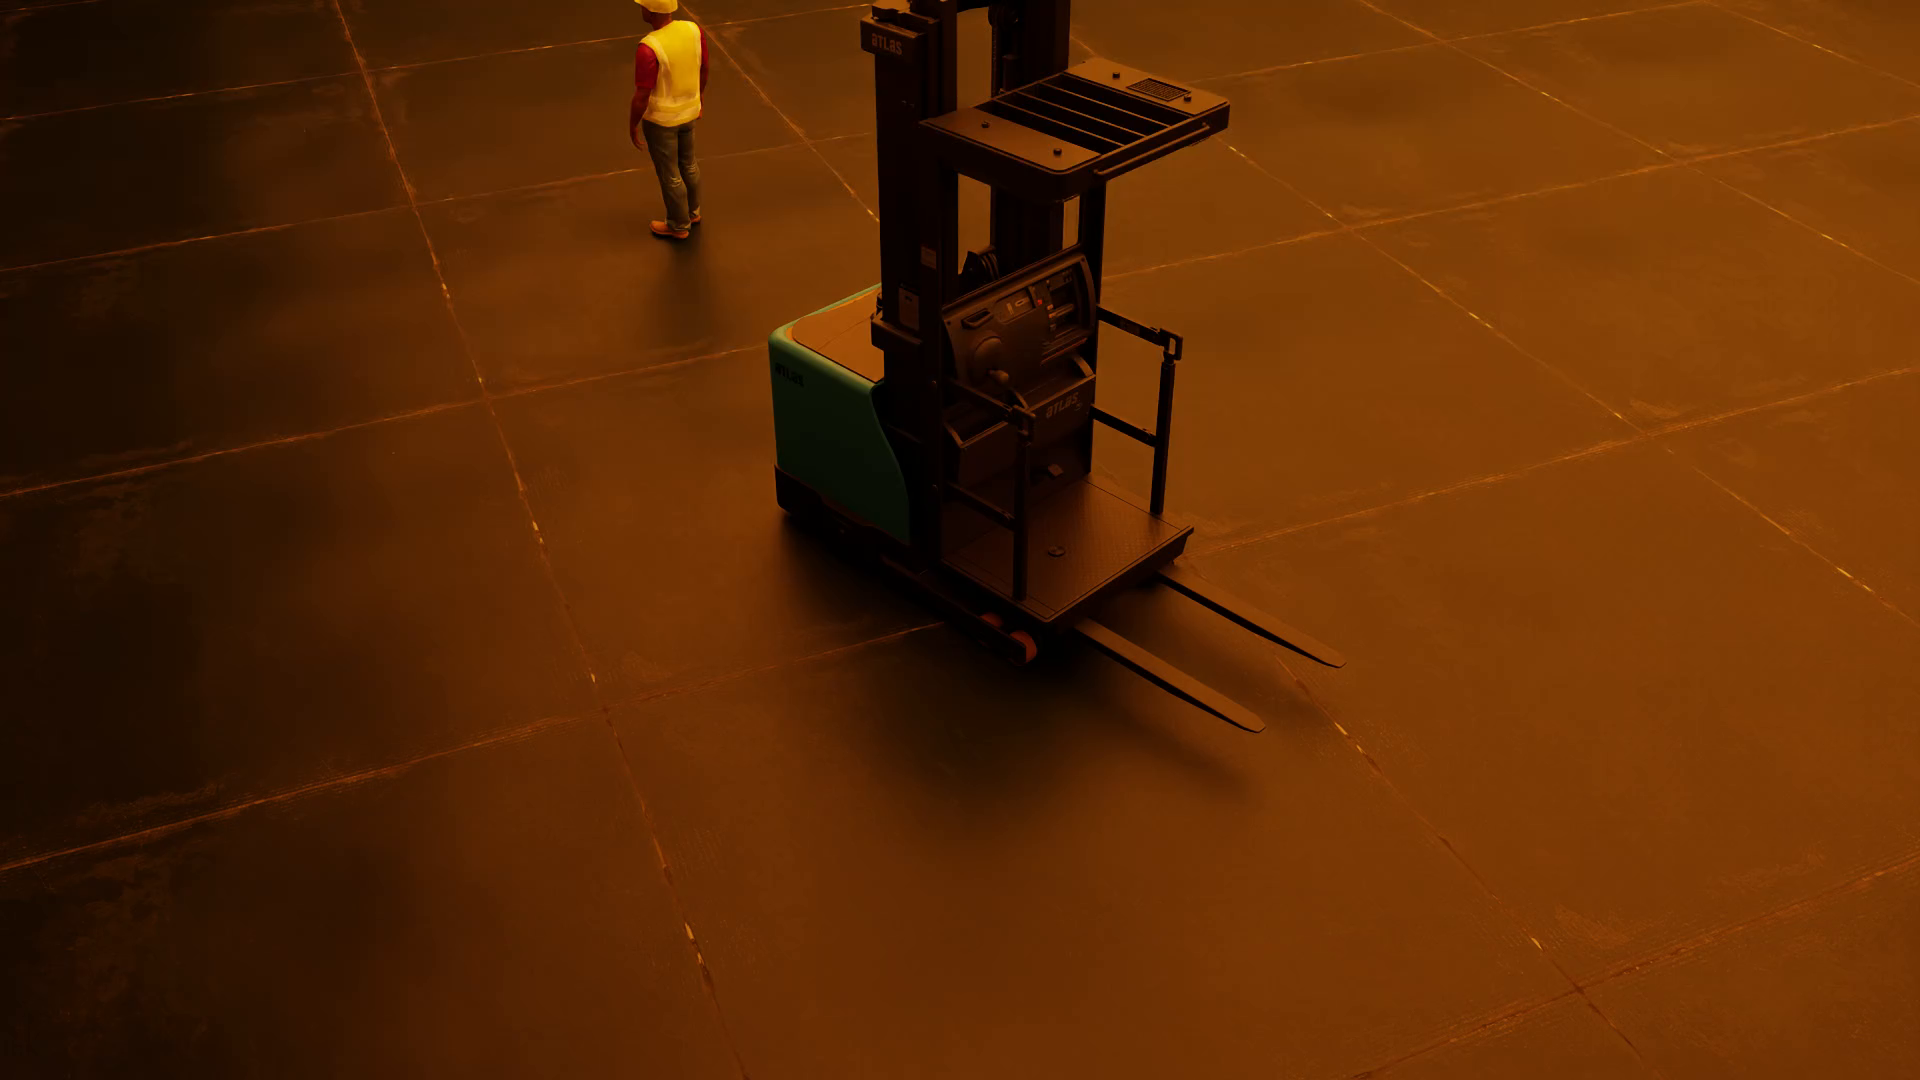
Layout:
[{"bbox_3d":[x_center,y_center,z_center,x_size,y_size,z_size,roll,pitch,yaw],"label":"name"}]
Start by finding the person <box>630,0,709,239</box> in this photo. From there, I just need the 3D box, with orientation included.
[{"bbox_3d":[-1.995,-2.871,11.130,0.574,1.769,0.665,24,42,30],"label":"person"}]

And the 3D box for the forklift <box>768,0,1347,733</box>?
[{"bbox_3d":[0.432,-0.946,7.429,3.031,2.935,1.130,30,45,35],"label":"forklift"}]
